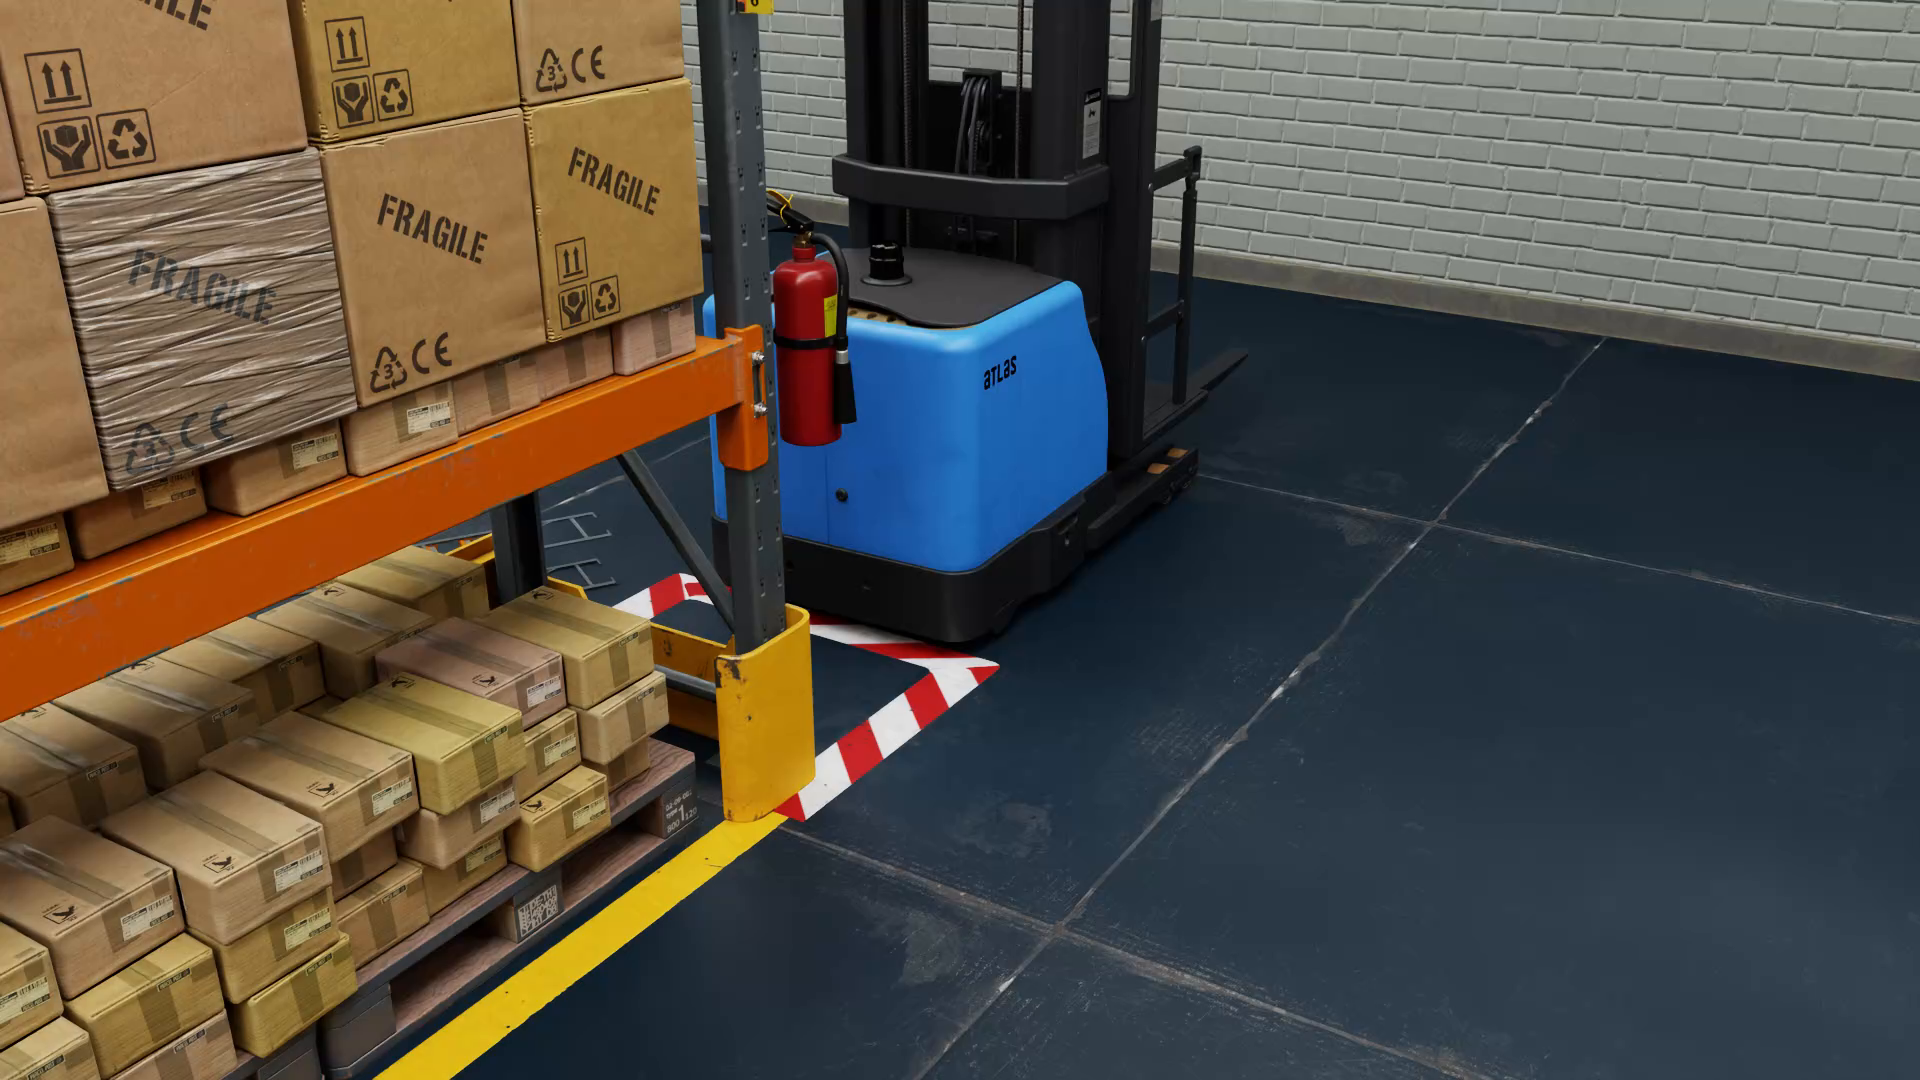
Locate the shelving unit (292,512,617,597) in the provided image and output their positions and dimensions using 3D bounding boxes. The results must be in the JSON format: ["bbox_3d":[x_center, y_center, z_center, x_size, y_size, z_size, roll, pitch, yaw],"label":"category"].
[{"bbox_3d":[-1.802,0.138,5.687,1.200,0.189,0.258,-12,26,-25],"label":"shelving unit"}]

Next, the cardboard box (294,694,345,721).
[{"bbox_3d":[-1.672,0.475,4.063,0.380,0.149,0.250,14,27,30],"label":"cardboard box"}]

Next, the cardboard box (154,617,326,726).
[{"bbox_3d":[-1.781,0.315,4.057,0.380,0.149,0.250,14,27,29],"label":"cardboard box"}]

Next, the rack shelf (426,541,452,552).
[{"bbox_3d":[-1.762,0.130,5.706,0.103,0.180,0.258,-12,26,-25],"label":"rack shelf"}]

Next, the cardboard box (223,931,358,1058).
[{"bbox_3d":[-1.494,0.892,3.473,0.380,0.149,0.250,13,26,27],"label":"cardboard box"}]

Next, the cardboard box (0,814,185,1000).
[{"bbox_3d":[-1.723,0.694,3.182,0.380,0.149,0.250,13,27,27],"label":"cardboard box"}]

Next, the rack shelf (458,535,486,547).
[{"bbox_3d":[-1.656,0.108,5.758,0.103,0.180,0.258,-12,26,-25],"label":"rack shelf"}]

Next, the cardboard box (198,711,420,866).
[{"bbox_3d":[-1.395,0.526,3.570,0.380,0.149,0.250,13,26,27],"label":"cardboard box"}]

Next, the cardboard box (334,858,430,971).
[{"bbox_3d":[-1.413,0.793,3.703,0.380,0.149,0.250,14,27,29],"label":"cardboard box"}]

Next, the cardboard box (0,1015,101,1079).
[{"bbox_3d":[-1.775,0.942,2.983,0.380,0.149,0.250,14,27,29],"label":"cardboard box"}]

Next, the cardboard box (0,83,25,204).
[{"bbox_3d":[-1.771,-0.716,2.370,0.500,0.500,0.500,13,27,27],"label":"cardboard box"}]

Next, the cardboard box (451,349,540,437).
[{"bbox_3d":[-1.145,-0.361,3.624,0.380,0.149,0.250,14,27,28],"label":"cardboard box"}]

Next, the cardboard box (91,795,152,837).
[{"bbox_3d":[-1.959,0.648,3.663,0.380,0.149,0.250,12,26,26],"label":"cardboard box"}]

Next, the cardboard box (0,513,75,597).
[{"bbox_3d":[-1.743,-0.015,2.826,0.380,0.149,0.250,14,27,30],"label":"cardboard box"}]

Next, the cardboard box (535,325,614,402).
[{"bbox_3d":[-1.026,-0.449,3.827,0.380,0.149,0.250,14,27,29],"label":"cardboard box"}]

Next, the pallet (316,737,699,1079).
[{"bbox_3d":[-1.430,0.763,4.222,1.003,0.211,1.213,14,27,29],"label":"pallet"}]

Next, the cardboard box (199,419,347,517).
[{"bbox_3d":[-1.424,-0.187,3.223,0.380,0.149,0.250,13,26,27],"label":"cardboard box"}]

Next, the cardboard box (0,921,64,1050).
[{"bbox_3d":[-1.837,0.788,2.964,0.380,0.149,0.250,14,27,29],"label":"cardboard box"}]

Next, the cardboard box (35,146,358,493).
[{"bbox_3d":[-1.485,-0.440,2.991,0.500,0.500,0.500,14,27,29],"label":"cardboard box"}]

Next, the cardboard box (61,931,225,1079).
[{"bbox_3d":[-1.653,0.844,3.211,0.380,0.149,0.250,15,28,32],"label":"cardboard box"}]

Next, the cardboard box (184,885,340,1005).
[{"bbox_3d":[-1.502,0.761,3.402,0.380,0.149,0.250,14,27,30],"label":"cardboard box"}]

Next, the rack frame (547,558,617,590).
[{"bbox_3d":[-1.802,0.222,5.723,1.200,0.006,0.240,-12,26,-25],"label":"rack frame"}]

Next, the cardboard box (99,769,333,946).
[{"bbox_3d":[-1.490,0.628,3.334,0.380,0.149,0.250,15,28,31],"label":"cardboard box"}]

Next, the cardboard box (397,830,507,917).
[{"bbox_3d":[-1.294,0.707,3.901,0.380,0.149,0.250,14,27,29],"label":"cardboard box"}]

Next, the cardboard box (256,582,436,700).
[{"bbox_3d":[-1.539,0.257,4.191,0.380,0.149,0.250,14,27,30],"label":"cardboard box"}]

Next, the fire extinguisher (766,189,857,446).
[{"bbox_3d":[-0.406,-0.591,4.406,0.296,0.674,0.183,14,27,29],"label":"fire extinguisher"}]

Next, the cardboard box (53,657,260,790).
[{"bbox_3d":[-1.842,0.416,3.823,0.380,0.149,0.250,12,26,26],"label":"cardboard box"}]

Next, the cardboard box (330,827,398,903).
[{"bbox_3d":[-1.469,0.653,3.652,0.380,0.149,0.250,14,27,28],"label":"cardboard box"}]

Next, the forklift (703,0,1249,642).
[{"bbox_3d":[0.309,-1.563,6.172,1.130,2.935,3.031,13,26,27],"label":"forklift"}]

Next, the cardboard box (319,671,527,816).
[{"bbox_3d":[-1.205,0.452,3.741,0.380,0.149,0.250,13,27,28],"label":"cardboard box"}]

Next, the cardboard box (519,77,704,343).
[{"bbox_3d":[-0.949,-0.786,3.790,0.500,0.500,0.500,14,27,30],"label":"cardboard box"}]

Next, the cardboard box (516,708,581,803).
[{"bbox_3d":[-1.151,0.485,4.040,0.380,0.149,0.250,13,27,28],"label":"cardboard box"}]

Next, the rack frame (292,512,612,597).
[{"bbox_3d":[-1.802,0.054,5.651,1.200,0.006,0.240,-12,26,-25],"label":"rack frame"}]

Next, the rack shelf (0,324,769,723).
[{"bbox_3d":[-1.986,0.196,2.927,1.077,0.370,4.000,14,27,29],"label":"rack shelf"}]

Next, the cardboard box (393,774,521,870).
[{"bbox_3d":[-1.240,0.584,3.812,0.380,0.149,0.250,13,26,27],"label":"cardboard box"}]

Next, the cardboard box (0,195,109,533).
[{"bbox_3d":[-1.757,-0.274,2.607,0.500,0.500,0.500,15,28,32],"label":"cardboard box"}]

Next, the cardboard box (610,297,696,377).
[{"bbox_3d":[-0.863,-0.525,4.003,0.380,0.149,0.250,14,27,29],"label":"cardboard box"}]

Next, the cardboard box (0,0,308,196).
[{"bbox_3d":[-1.495,-0.896,2.784,0.500,0.500,0.500,15,28,32],"label":"cardboard box"}]

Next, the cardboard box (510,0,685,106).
[{"bbox_3d":[-0.961,-1.244,3.589,0.500,0.500,0.500,13,27,28],"label":"cardboard box"}]

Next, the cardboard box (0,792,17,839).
[{"bbox_3d":[-2.173,0.587,3.429,0.380,0.149,0.250,14,27,30],"label":"cardboard box"}]

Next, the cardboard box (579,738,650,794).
[{"bbox_3d":[-1.032,0.528,4.315,0.380,0.149,0.250,14,27,30],"label":"cardboard box"}]

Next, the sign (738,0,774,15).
[{"bbox_3d":[-0.470,-1.363,3.767,0.100,0.325,0.005,14,27,29],"label":"sign"}]

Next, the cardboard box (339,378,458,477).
[{"bbox_3d":[-1.260,-0.270,3.414,0.380,0.149,0.250,15,27,30],"label":"cardboard box"}]

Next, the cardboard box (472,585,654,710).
[{"bbox_3d":[-0.995,0.265,4.173,0.380,0.149,0.250,14,27,30],"label":"cardboard box"}]

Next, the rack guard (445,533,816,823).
[{"bbox_3d":[-0.971,0.364,4.781,1.175,0.500,0.348,14,27,29],"label":"rack guard"}]

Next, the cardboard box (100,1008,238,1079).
[{"bbox_3d":[-1.655,0.980,3.270,0.380,0.149,0.250,14,27,30],"label":"cardboard box"}]

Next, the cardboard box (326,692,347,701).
[{"bbox_3d":[-1.618,0.373,4.297,0.380,0.149,0.250,14,27,29],"label":"cardboard box"}]

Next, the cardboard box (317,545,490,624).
[{"bbox_3d":[-1.496,0.139,4.464,0.380,0.149,0.250,13,26,27],"label":"cardboard box"}]

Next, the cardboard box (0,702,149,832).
[{"bbox_3d":[-1.996,0.508,3.612,0.380,0.149,0.250,15,28,31],"label":"cardboard box"}]

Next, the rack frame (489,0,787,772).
[{"bbox_3d":[-0.931,-0.809,4.344,1.000,3.000,0.127,14,27,29],"label":"rack frame"}]

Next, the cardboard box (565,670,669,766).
[{"bbox_3d":[-0.967,0.408,4.218,0.380,0.149,0.250,13,27,28],"label":"cardboard box"}]

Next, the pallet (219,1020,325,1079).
[{"bbox_3d":[-2.074,1.173,3.275,1.003,0.211,1.213,14,27,29],"label":"pallet"}]

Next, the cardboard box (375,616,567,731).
[{"bbox_3d":[-1.176,0.338,4.005,0.380,0.149,0.250,14,27,30],"label":"cardboard box"}]

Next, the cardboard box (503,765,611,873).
[{"bbox_3d":[-1.081,0.636,4.066,0.380,0.149,0.250,15,27,31],"label":"cardboard box"}]

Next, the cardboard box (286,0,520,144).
[{"bbox_3d":[-1.228,-1.073,3.194,0.500,0.500,0.500,13,27,27],"label":"cardboard box"}]

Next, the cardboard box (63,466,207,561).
[{"bbox_3d":[-1.617,-0.108,3.041,0.380,0.149,0.250,13,26,27],"label":"cardboard box"}]

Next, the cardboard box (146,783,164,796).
[{"bbox_3d":[-1.899,0.538,3.916,0.380,0.149,0.250,15,27,31],"label":"cardboard box"}]

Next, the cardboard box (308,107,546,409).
[{"bbox_3d":[-1.226,-0.613,3.391,0.500,0.500,0.500,13,27,28],"label":"cardboard box"}]
